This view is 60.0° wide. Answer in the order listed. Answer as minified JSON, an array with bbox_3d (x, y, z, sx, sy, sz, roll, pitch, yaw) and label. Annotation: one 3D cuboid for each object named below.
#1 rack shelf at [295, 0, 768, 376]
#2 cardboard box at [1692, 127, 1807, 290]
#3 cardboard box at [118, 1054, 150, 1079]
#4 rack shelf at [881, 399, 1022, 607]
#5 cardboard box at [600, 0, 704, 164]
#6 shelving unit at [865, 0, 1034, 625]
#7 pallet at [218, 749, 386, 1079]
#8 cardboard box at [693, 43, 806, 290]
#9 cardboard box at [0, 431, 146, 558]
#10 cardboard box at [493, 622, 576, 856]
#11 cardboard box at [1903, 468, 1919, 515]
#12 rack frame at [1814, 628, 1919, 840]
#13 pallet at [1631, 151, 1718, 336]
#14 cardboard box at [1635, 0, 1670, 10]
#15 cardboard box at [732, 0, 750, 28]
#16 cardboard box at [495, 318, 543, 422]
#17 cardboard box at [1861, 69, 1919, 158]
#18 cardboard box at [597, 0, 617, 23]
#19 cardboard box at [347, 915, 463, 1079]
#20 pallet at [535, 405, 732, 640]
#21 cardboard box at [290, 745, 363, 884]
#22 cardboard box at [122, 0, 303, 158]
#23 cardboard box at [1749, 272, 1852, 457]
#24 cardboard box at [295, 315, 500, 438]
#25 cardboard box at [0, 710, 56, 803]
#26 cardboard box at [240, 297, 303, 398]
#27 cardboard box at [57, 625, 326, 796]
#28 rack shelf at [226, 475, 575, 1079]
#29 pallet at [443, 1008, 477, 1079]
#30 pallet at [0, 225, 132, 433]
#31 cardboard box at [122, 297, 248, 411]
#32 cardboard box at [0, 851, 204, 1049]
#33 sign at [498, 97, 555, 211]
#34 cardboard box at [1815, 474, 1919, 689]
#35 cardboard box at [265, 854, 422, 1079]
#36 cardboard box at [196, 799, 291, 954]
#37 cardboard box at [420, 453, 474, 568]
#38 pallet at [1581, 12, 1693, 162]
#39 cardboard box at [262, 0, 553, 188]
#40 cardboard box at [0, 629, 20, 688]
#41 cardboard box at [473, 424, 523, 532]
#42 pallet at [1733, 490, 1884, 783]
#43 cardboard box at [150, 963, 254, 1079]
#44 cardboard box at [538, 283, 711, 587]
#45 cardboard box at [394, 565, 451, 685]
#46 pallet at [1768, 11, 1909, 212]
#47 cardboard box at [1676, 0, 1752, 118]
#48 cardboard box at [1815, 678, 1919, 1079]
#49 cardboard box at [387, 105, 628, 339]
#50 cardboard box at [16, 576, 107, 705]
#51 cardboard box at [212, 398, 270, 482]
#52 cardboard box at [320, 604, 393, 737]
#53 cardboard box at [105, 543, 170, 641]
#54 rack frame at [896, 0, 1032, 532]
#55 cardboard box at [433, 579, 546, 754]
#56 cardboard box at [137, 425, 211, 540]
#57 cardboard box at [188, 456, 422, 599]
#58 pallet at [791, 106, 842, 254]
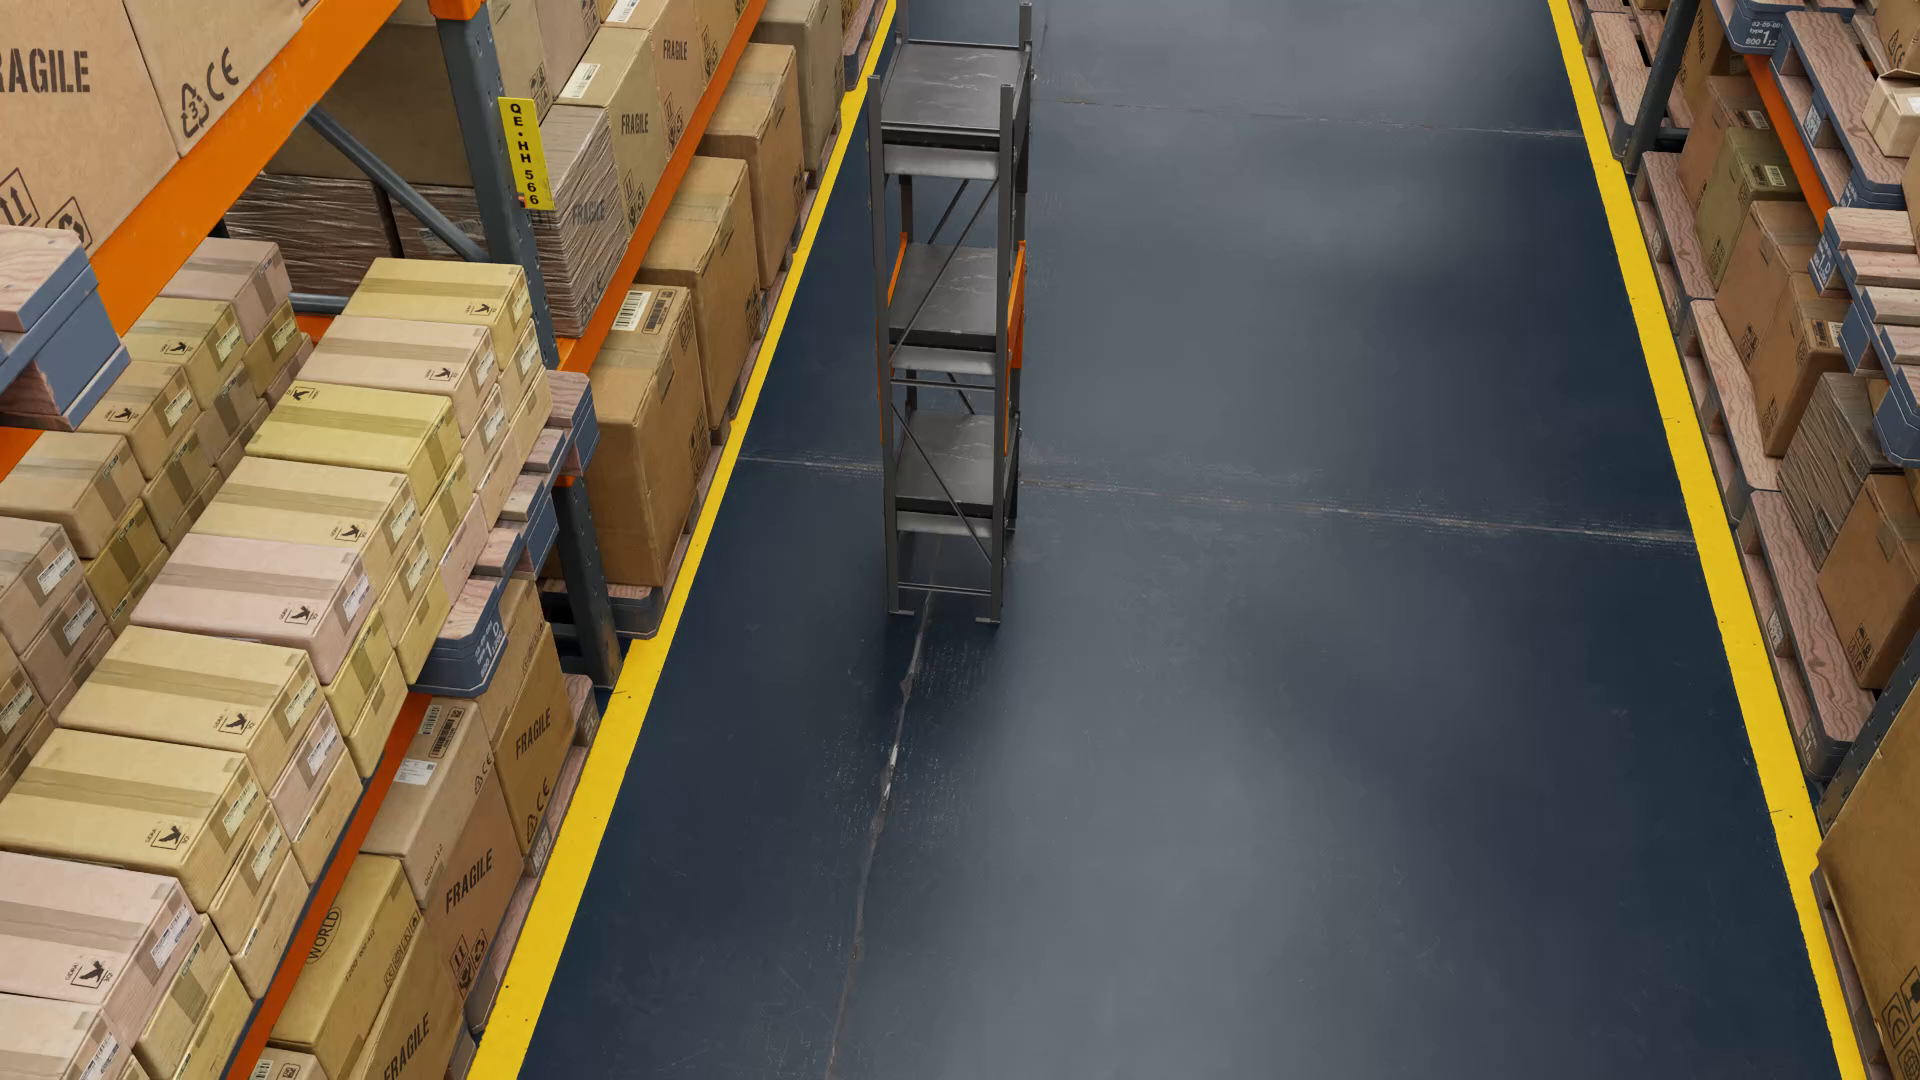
[{"bbox_3d":[-1.410,-1.759,6.449,1.077,0.370,4.000,5,44,6],"label":"rack shelf"},{"bbox_3d":[3.573,-1.376,7.019,0.700,0.500,0.500,5,44,5],"label":"cardboard box"},{"bbox_3d":[-1.562,0.959,2.717,0.380,0.149,0.250,7,44,7],"label":"cardboard box"},{"bbox_3d":[-0.022,-0.131,5.900,0.431,0.518,0.480,5,44,6],"label":"rack shelf"},{"bbox_3d":[-1.216,-1.665,5.755,0.500,0.500,0.500,5,44,5],"label":"cardboard box"},{"bbox_3d":[-0.022,-0.650,5.409,0.431,2.100,0.503,5,44,6],"label":"shelving unit"},{"bbox_3d":[-1.896,0.765,3.400,1.003,0.211,1.213,5,44,6],"label":"pallet"},{"bbox_3d":[-1.270,-1.631,7.121,1.050,0.750,0.750,5,44,6],"label":"cardboard box"},{"bbox_3d":[-2.033,-0.107,3.626,0.380,0.149,0.250,4,44,4],"label":"cardboard box"},{"bbox_3d":[-1.502,0.570,4.979,0.500,0.500,0.500,5,44,5],"label":"cardboard box"},{"bbox_3d":[3.287,-0.121,5.149,0.500,0.250,0.500,7,44,7],"label":"cardboard box"},{"bbox_3d":[3.229,-0.138,4.214,1.000,3.000,0.127,5,44,6],"label":"rack frame"},{"bbox_3d":[3.656,-1.320,7.491,1.003,0.211,1.213,5,44,6],"label":"pallet"},{"bbox_3d":[3.922,-3.199,8.959,0.500,0.500,0.500,2,43,2],"label":"cardboard box"},{"bbox_3d":[-1.083,-2.351,6.478,0.500,0.500,0.500,6,44,6],"label":"cardboard box"},{"bbox_3d":[-1.289,-0.448,4.203,0.380,0.149,0.250,6,44,6],"label":"cardboard box"},{"bbox_3d":[3.181,-1.402,5.342,0.396,0.266,0.258,4,44,4],"label":"cardboard box"},{"bbox_3d":[-1.474,-2.056,5.440,0.700,0.500,0.500,5,44,5],"label":"cardboard box"},{"bbox_3d":[-1.629,1.286,4.223,0.500,0.500,0.500,3,44,4],"label":"cardboard box"},{"bbox_3d":[-1.496,-0.175,6.281,1.003,0.211,1.213,5,44,6],"label":"pallet"},{"bbox_3d":[-1.459,0.533,3.383,0.380,0.149,0.250,6,44,7],"label":"cardboard box"},{"bbox_3d":[-1.551,-1.029,2.900,0.500,0.500,0.500,5,44,6],"label":"cardboard box"},{"bbox_3d":[3.426,-0.614,6.215,0.700,0.500,0.500,9,44,9],"label":"cardboard box"},{"bbox_3d":[-1.320,-0.388,3.923,0.380,0.149,0.250,5,44,5],"label":"cardboard box"},{"bbox_3d":[-2.107,0.472,3.447,0.380,0.149,0.250,6,44,6],"label":"cardboard box"},{"bbox_3d":[-1.937,-0.516,4.274,0.380,0.149,0.250,7,44,7],"label":"cardboard box"},{"bbox_3d":[-1.458,0.322,3.173,0.380,0.149,0.250,7,44,8],"label":"cardboard box"},{"bbox_3d":[-1.939,0.967,3.570,1.077,0.370,4.000,5,44,6],"label":"rack shelf"},{"bbox_3d":[-1.943,1.717,4.283,1.003,0.211,1.213,5,44,6],"label":"pallet"},{"bbox_3d":[-1.882,-0.070,2.098,1.213,0.211,1.003,5,44,6],"label":"pallet"},{"bbox_3d":[-1.961,-0.454,3.992,0.380,0.149,0.250,4,44,4],"label":"cardboard box"},{"bbox_3d":[-1.525,0.684,2.791,0.380,0.149,0.250,7,44,7],"label":"cardboard box"},{"bbox_3d":[-1.135,-1.006,4.346,0.100,0.325,0.005,5,44,6],"label":"sign"},{"bbox_3d":[3.297,0.152,5.406,0.700,0.500,0.500,3,44,3],"label":"cardboard box"},{"bbox_3d":[-1.644,1.006,3.973,0.500,0.250,0.500,6,44,6],"label":"cardboard box"},{"bbox_3d":[-1.491,0.607,3.088,0.380,0.149,0.250,4,44,5],"label":"cardboard box"},{"bbox_3d":[-1.354,-0.087,3.821,0.380,0.149,0.250,6,44,7],"label":"cardboard box"},{"bbox_3d":[3.811,-2.312,8.538,1.003,0.211,1.213,5,44,6],"label":"pallet"},{"bbox_3d":[-1.605,-1.362,4.707,0.700,0.500,0.500,5,44,5],"label":"cardboard box"},{"bbox_3d":[-2.100,0.259,3.240,0.380,0.149,0.250,6,44,7],"label":"cardboard box"},{"bbox_3d":[-1.319,-0.172,4.127,0.380,0.149,0.250,5,44,5],"label":"cardboard box"},{"bbox_3d":[3.333,0.343,5.735,1.003,0.211,1.213,5,44,6],"label":"pallet"},{"bbox_3d":[-1.528,0.890,3.005,0.380,0.149,0.250,5,44,5],"label":"cardboard box"},{"bbox_3d":[-1.505,-0.400,5.821,1.050,0.750,0.750,5,44,5],"label":"cardboard box"},{"bbox_3d":[-1.389,0.173,3.763,0.380,0.149,0.250,5,44,5],"label":"cardboard box"},{"bbox_3d":[3.450,-1.421,5.708,1.003,0.211,1.213,5,44,6],"label":"pallet"},{"bbox_3d":[3.850,-2.377,8.092,0.500,0.500,0.500,4,44,4],"label":"cardboard box"},{"bbox_3d":[3.117,0.950,4.305,1.225,0.875,0.875,3,44,4],"label":"cardboard box"},{"bbox_3d":[-1.348,-0.975,5.025,0.500,0.500,0.500,6,44,6],"label":"cardboard box"},{"bbox_3d":[-2.070,0.193,3.525,0.380,0.149,0.250,5,44,6],"label":"cardboard box"},{"bbox_3d":[-1.969,-0.249,4.209,0.380,0.149,0.250,7,44,8],"label":"cardboard box"},{"bbox_3d":[-1.423,0.253,3.462,0.380,0.149,0.250,5,44,5],"label":"cardboard box"},{"bbox_3d":[-2.039,0.119,3.820,0.380,0.149,0.250,7,44,7],"label":"cardboard box"},{"bbox_3d":[0.010,-0.816,5.585,0.400,2.100,0.015,5,44,6],"label":"rack frame"},{"bbox_3d":[-1.505,0.316,4.702,0.500,0.250,0.500,4,44,5],"label":"cardboard box"},{"bbox_3d":[-2.003,-0.148,3.886,0.380,0.149,0.250,4,44,4],"label":"cardboard box"},{"bbox_3d":[-1.387,-0.027,3.542,0.380,0.149,0.250,6,44,7],"label":"cardboard box"},{"bbox_3d":[-1.173,-1.838,8.038,1.003,0.211,1.213,5,44,6],"label":"pallet"}]
